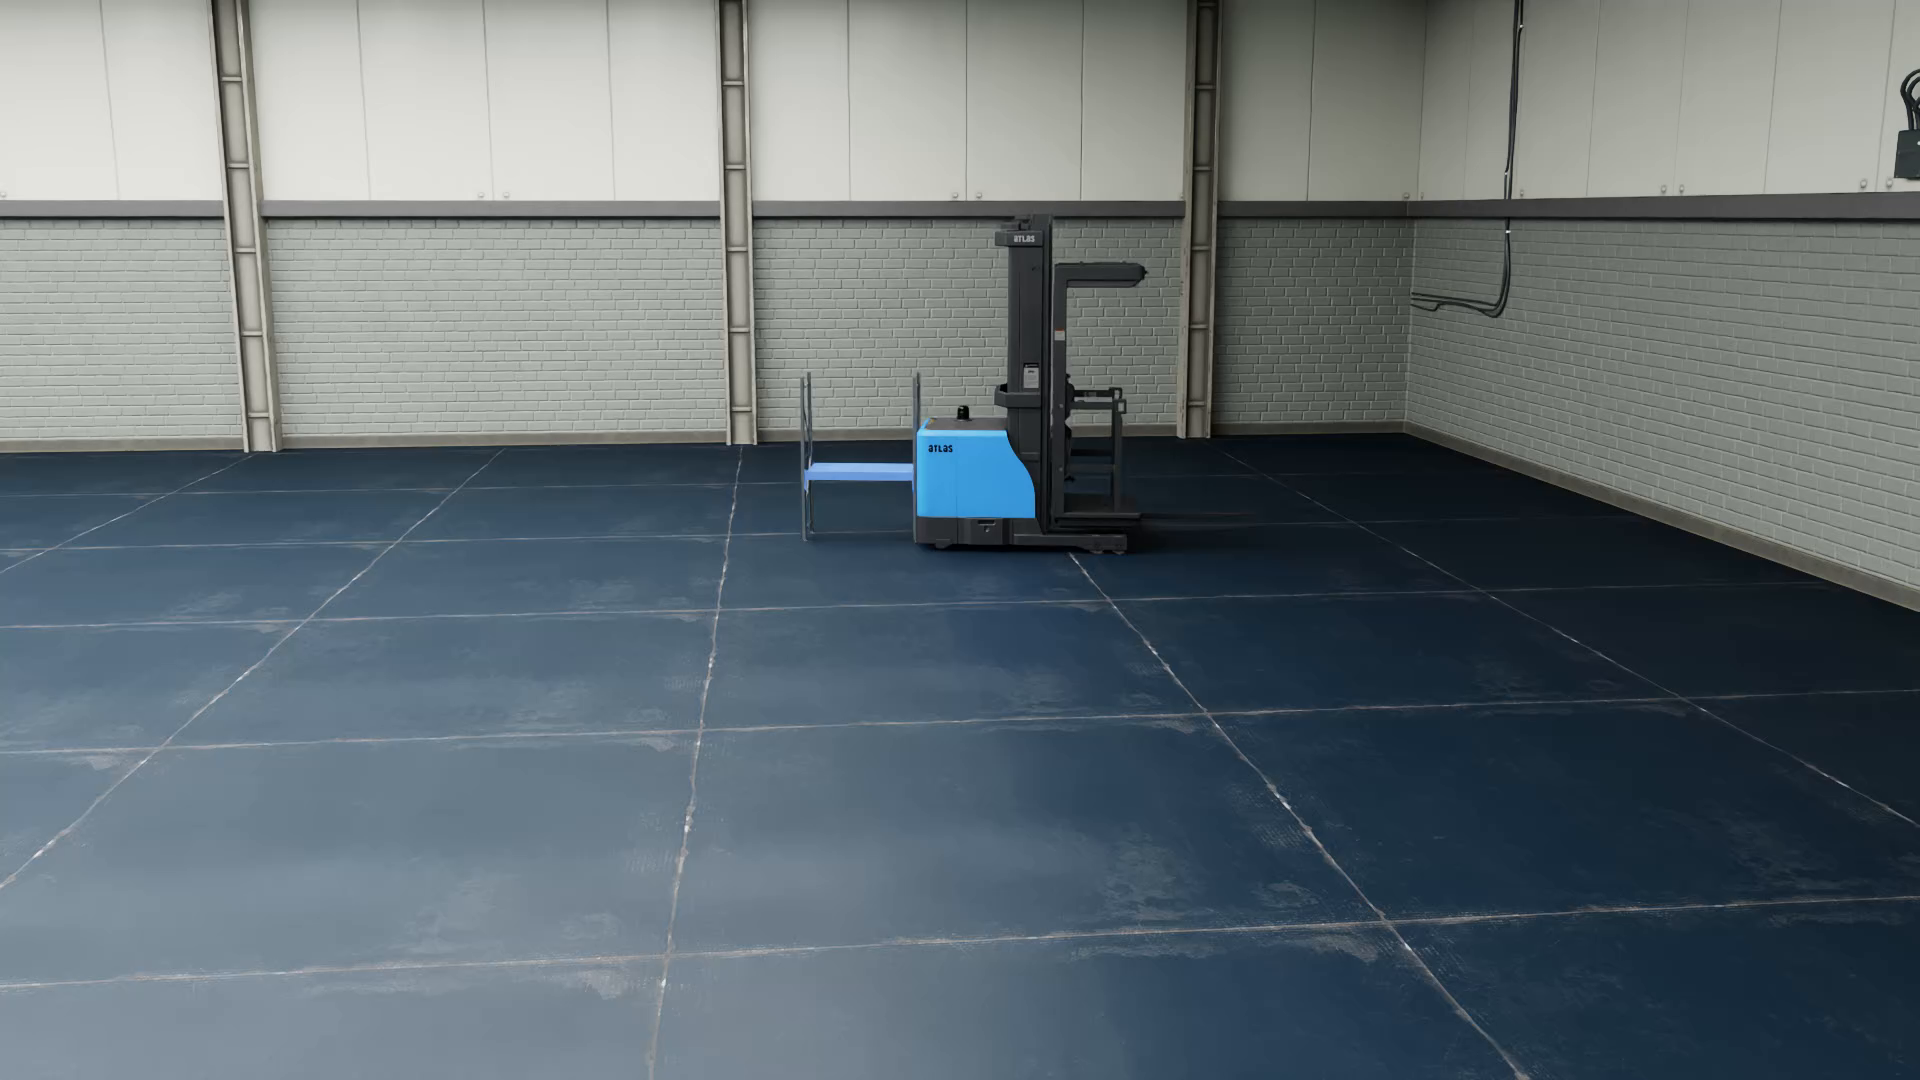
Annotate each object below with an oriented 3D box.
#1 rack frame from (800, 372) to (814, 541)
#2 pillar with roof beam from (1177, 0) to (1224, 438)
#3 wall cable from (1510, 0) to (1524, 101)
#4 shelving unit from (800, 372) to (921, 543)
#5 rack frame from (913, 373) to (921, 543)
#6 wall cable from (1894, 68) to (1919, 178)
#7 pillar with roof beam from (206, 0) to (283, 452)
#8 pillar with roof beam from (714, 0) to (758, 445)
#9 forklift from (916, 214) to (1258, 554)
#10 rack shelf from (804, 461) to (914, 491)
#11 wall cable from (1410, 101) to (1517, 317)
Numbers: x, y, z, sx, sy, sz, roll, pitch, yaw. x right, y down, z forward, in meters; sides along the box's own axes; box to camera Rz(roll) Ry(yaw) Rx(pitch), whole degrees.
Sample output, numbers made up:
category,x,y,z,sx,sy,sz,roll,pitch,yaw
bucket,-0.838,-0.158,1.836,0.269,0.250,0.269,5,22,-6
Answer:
category,x,y,z,sx,sy,sz,roll,pitch,yaw
rack frame,-1.407,-0.771,15.282,0.032,1.500,0.500,1,11,3
pillar with roof beam,3.594,-4.975,17.228,0.400,9.000,9.100,-1,11,-6
wall cable,6.493,-6.044,17.623,0.112,2.526,3.097,-1,11,-6
shelving unit,-0.899,-0.765,15.254,1.048,1.500,0.538,1,11,3
rack frame,-0.392,-0.760,15.226,0.032,1.500,0.500,1,11,3
wall cable,7.210,-5.456,10.859,0.169,6.003,2.305,-1,11,-6
pillar with roof beam,-8.335,-4.725,15.957,0.400,9.000,9.100,-1,11,-6
pillar with roof beam,-2.371,-4.850,16.592,0.400,9.000,9.100,-1,11,-6
forklift,1.144,-1.421,14.881,3.031,2.935,1.130,1,11,3
rack shelf,-0.899,-0.589,15.289,1.000,0.185,0.538,1,11,3
wall cable,6.201,-4.085,20.749,0.112,2.526,3.097,-1,11,-6
